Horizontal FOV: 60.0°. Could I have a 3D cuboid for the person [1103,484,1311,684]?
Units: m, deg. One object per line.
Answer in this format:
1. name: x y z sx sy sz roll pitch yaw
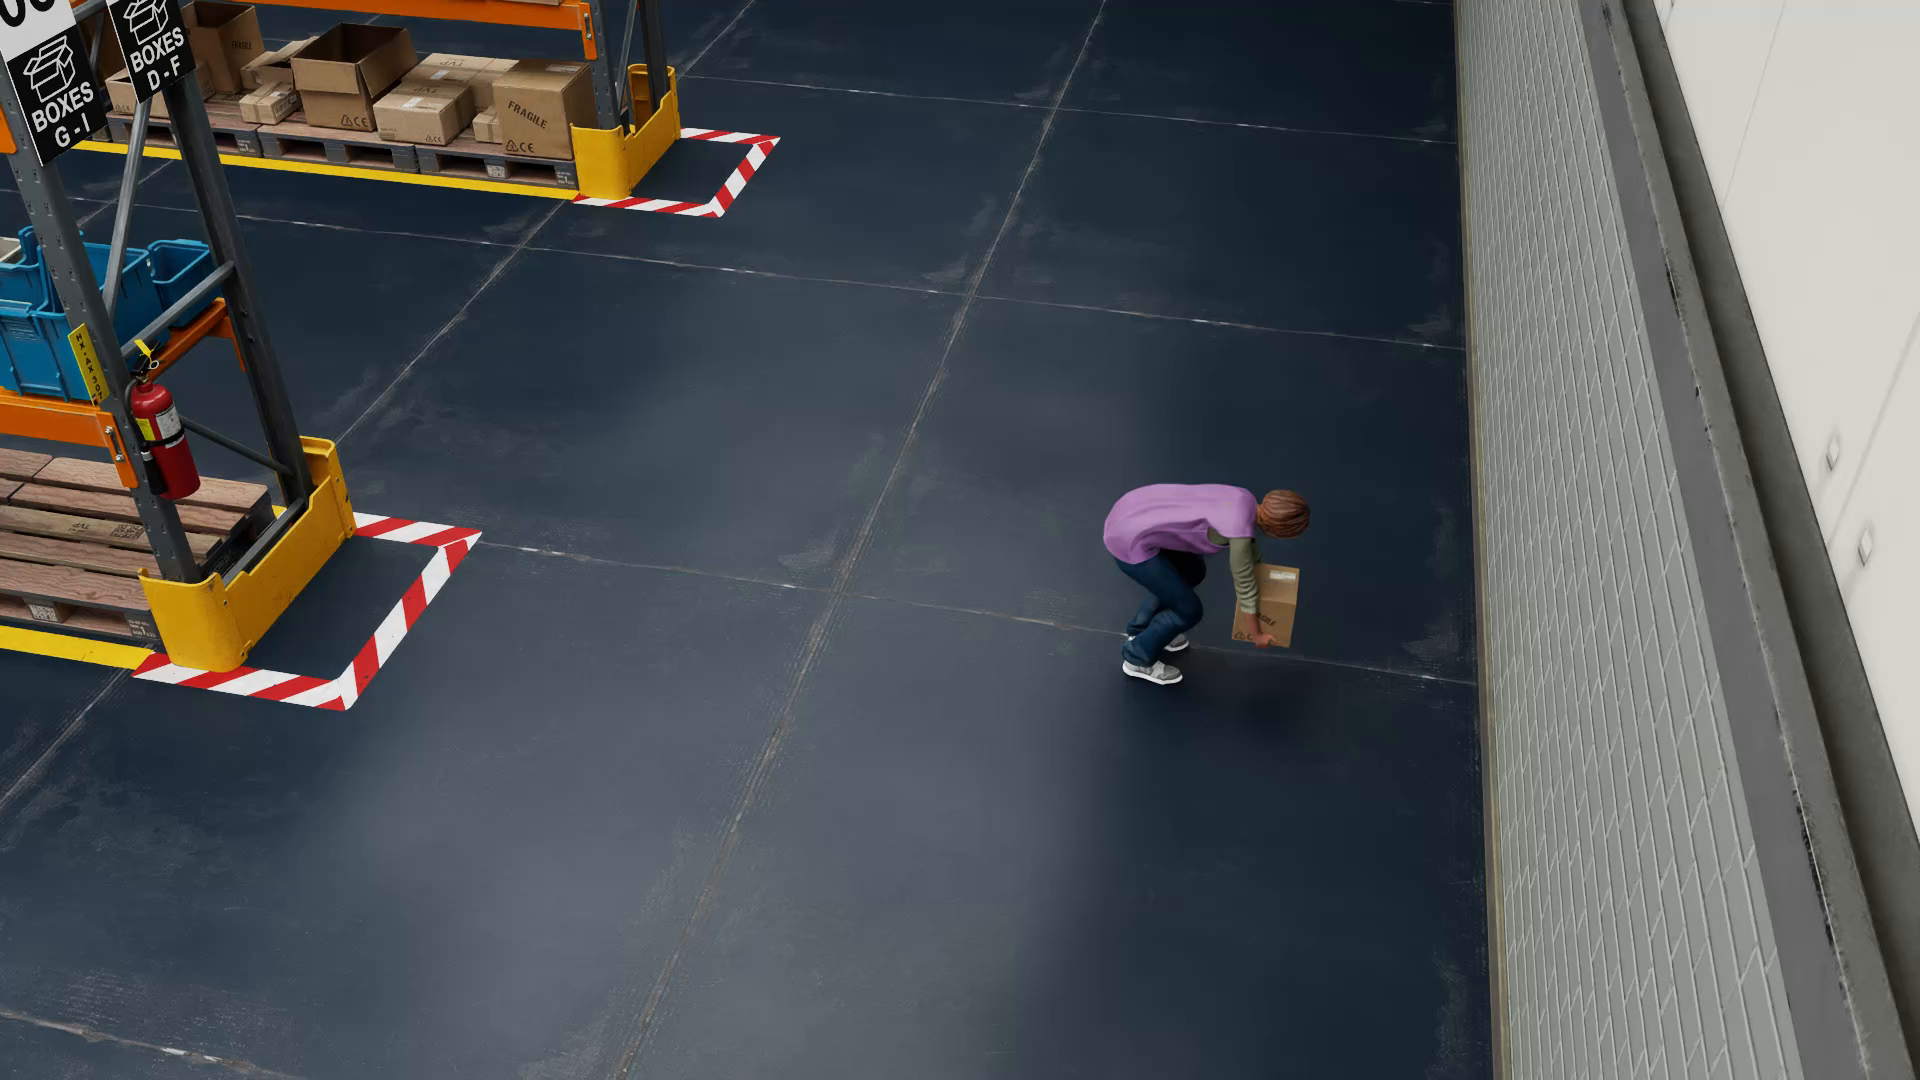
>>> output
1. person: 1.044 0.174 7.253 0.861 0.980 0.421 6 37 8
